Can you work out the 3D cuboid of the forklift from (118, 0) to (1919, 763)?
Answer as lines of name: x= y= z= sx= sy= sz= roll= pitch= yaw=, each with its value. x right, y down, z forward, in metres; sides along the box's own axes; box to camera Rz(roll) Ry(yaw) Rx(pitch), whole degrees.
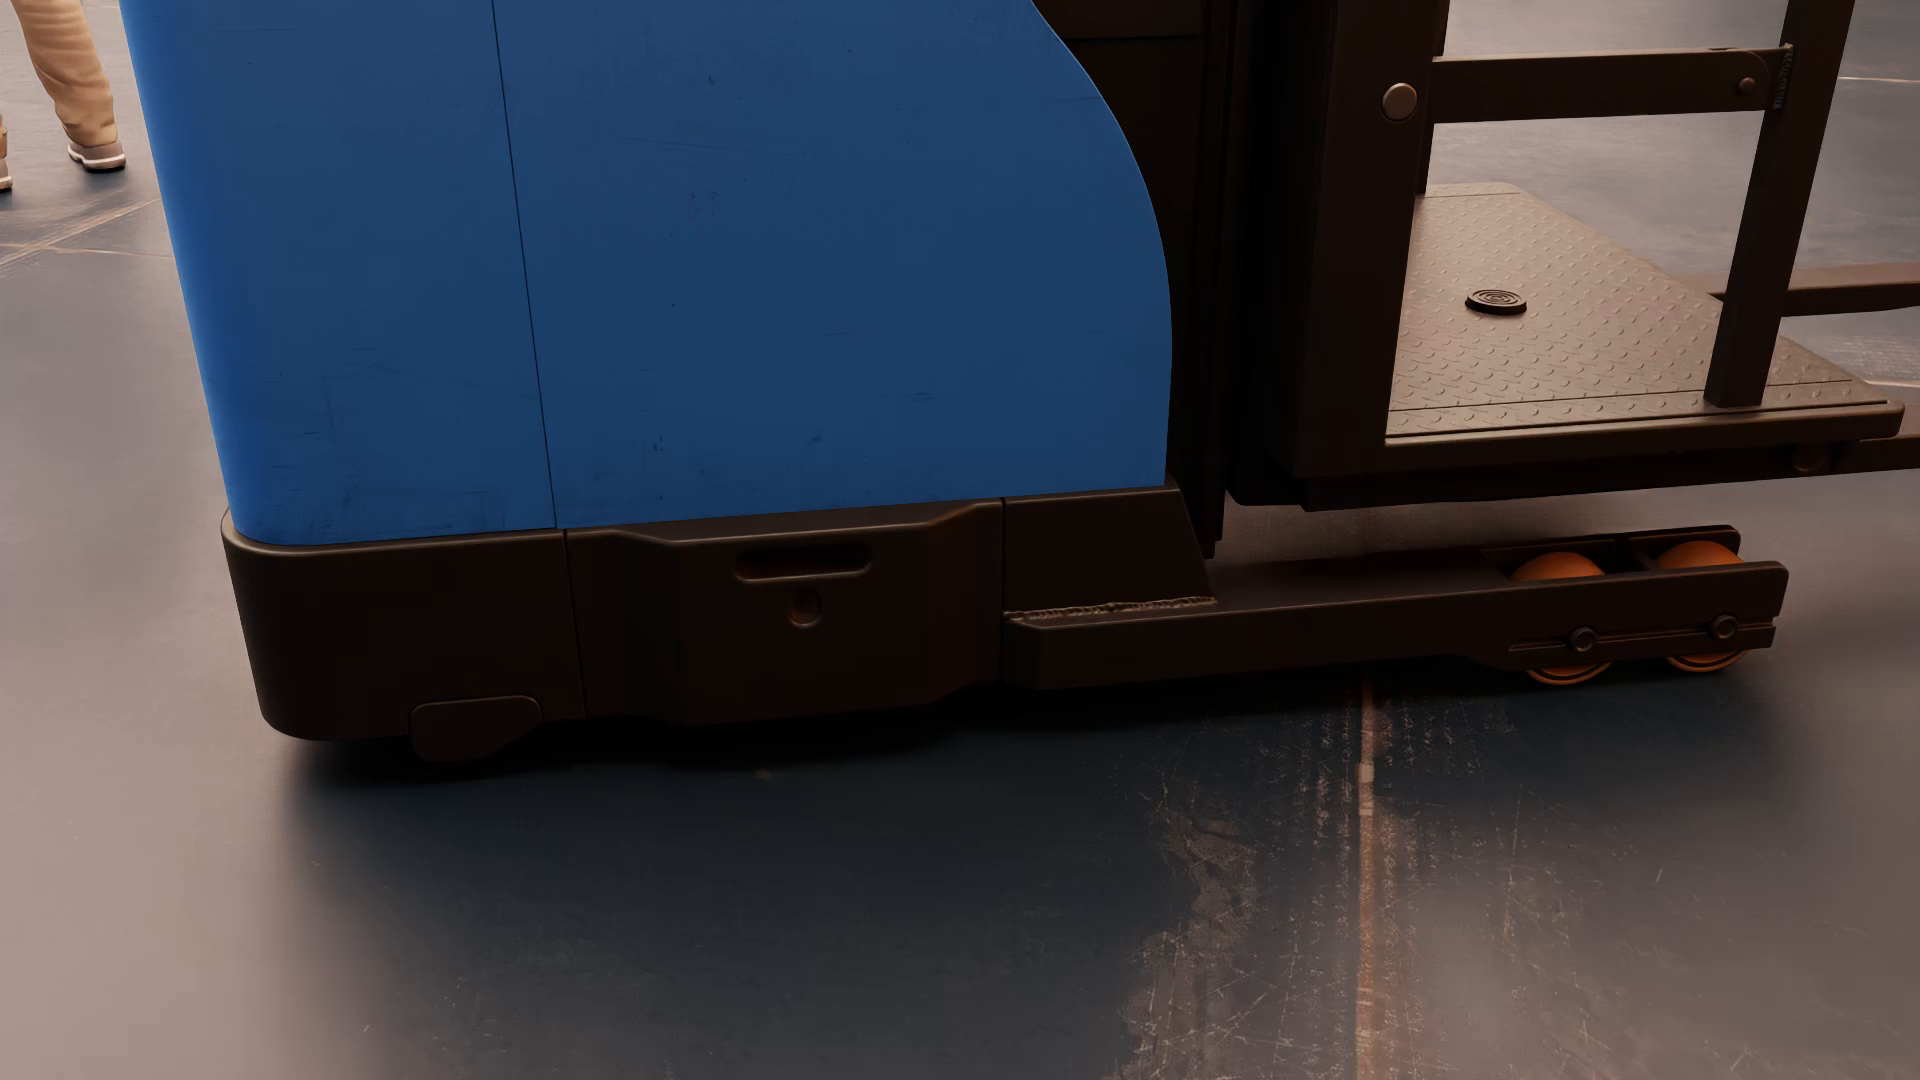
forklift: x=0.600 y=-1.354 z=1.930 sx=3.031 sy=2.935 sz=1.130 roll=-4 pitch=27 yaw=-9

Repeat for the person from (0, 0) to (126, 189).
person: x=-2.481 y=-1.732 z=4.014 sx=0.395 sy=1.727 sz=0.607 roll=20 pitch=33 yaw=34
